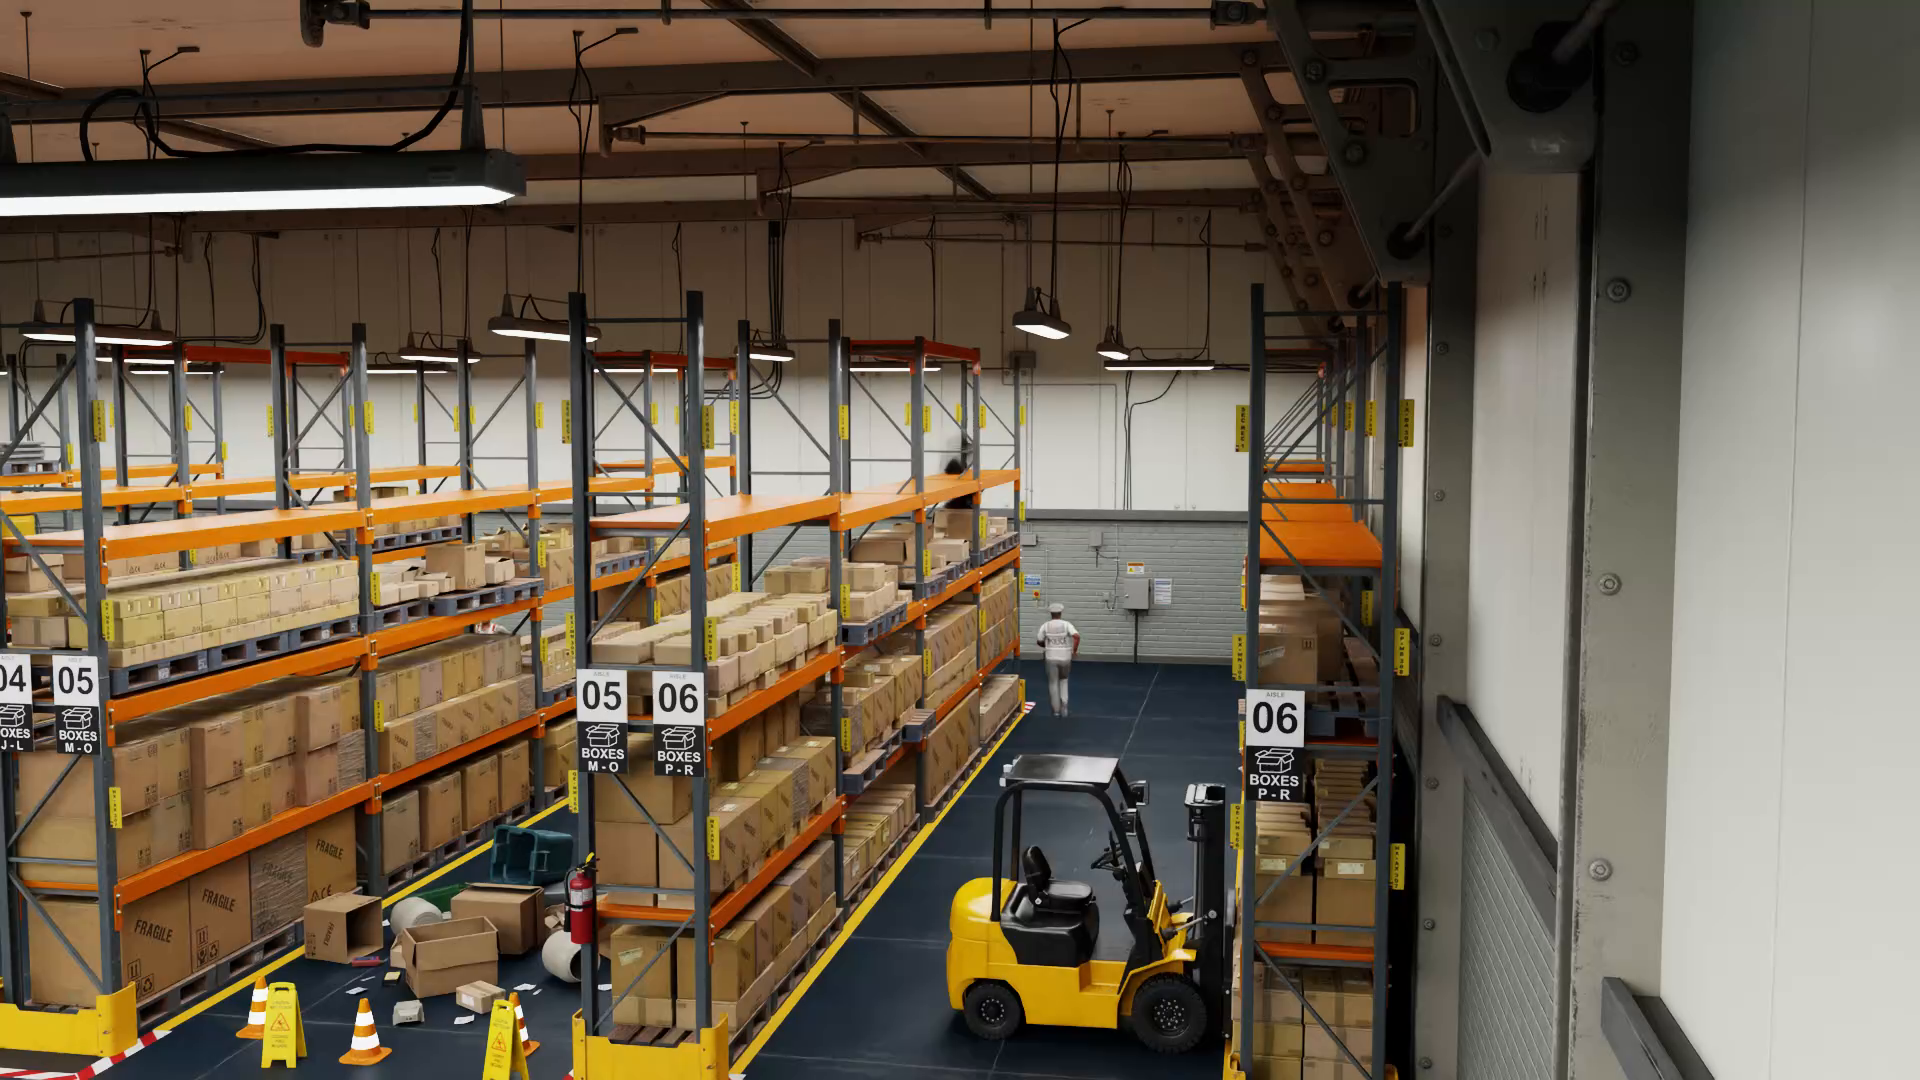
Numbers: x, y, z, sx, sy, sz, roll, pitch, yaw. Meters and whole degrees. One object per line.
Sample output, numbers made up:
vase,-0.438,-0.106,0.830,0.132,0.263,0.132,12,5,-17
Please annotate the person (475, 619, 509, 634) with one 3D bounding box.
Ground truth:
person,-7.855,2.024,27.645,0.663,1.807,0.941,1,5,8

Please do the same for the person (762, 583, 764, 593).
person,-3.477,1.605,30.062,0.772,1.760,0.919,-3,5,-29

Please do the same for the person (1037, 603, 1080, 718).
person,1.542,1.906,26.263,0.652,1.841,0.653,0,5,-3
